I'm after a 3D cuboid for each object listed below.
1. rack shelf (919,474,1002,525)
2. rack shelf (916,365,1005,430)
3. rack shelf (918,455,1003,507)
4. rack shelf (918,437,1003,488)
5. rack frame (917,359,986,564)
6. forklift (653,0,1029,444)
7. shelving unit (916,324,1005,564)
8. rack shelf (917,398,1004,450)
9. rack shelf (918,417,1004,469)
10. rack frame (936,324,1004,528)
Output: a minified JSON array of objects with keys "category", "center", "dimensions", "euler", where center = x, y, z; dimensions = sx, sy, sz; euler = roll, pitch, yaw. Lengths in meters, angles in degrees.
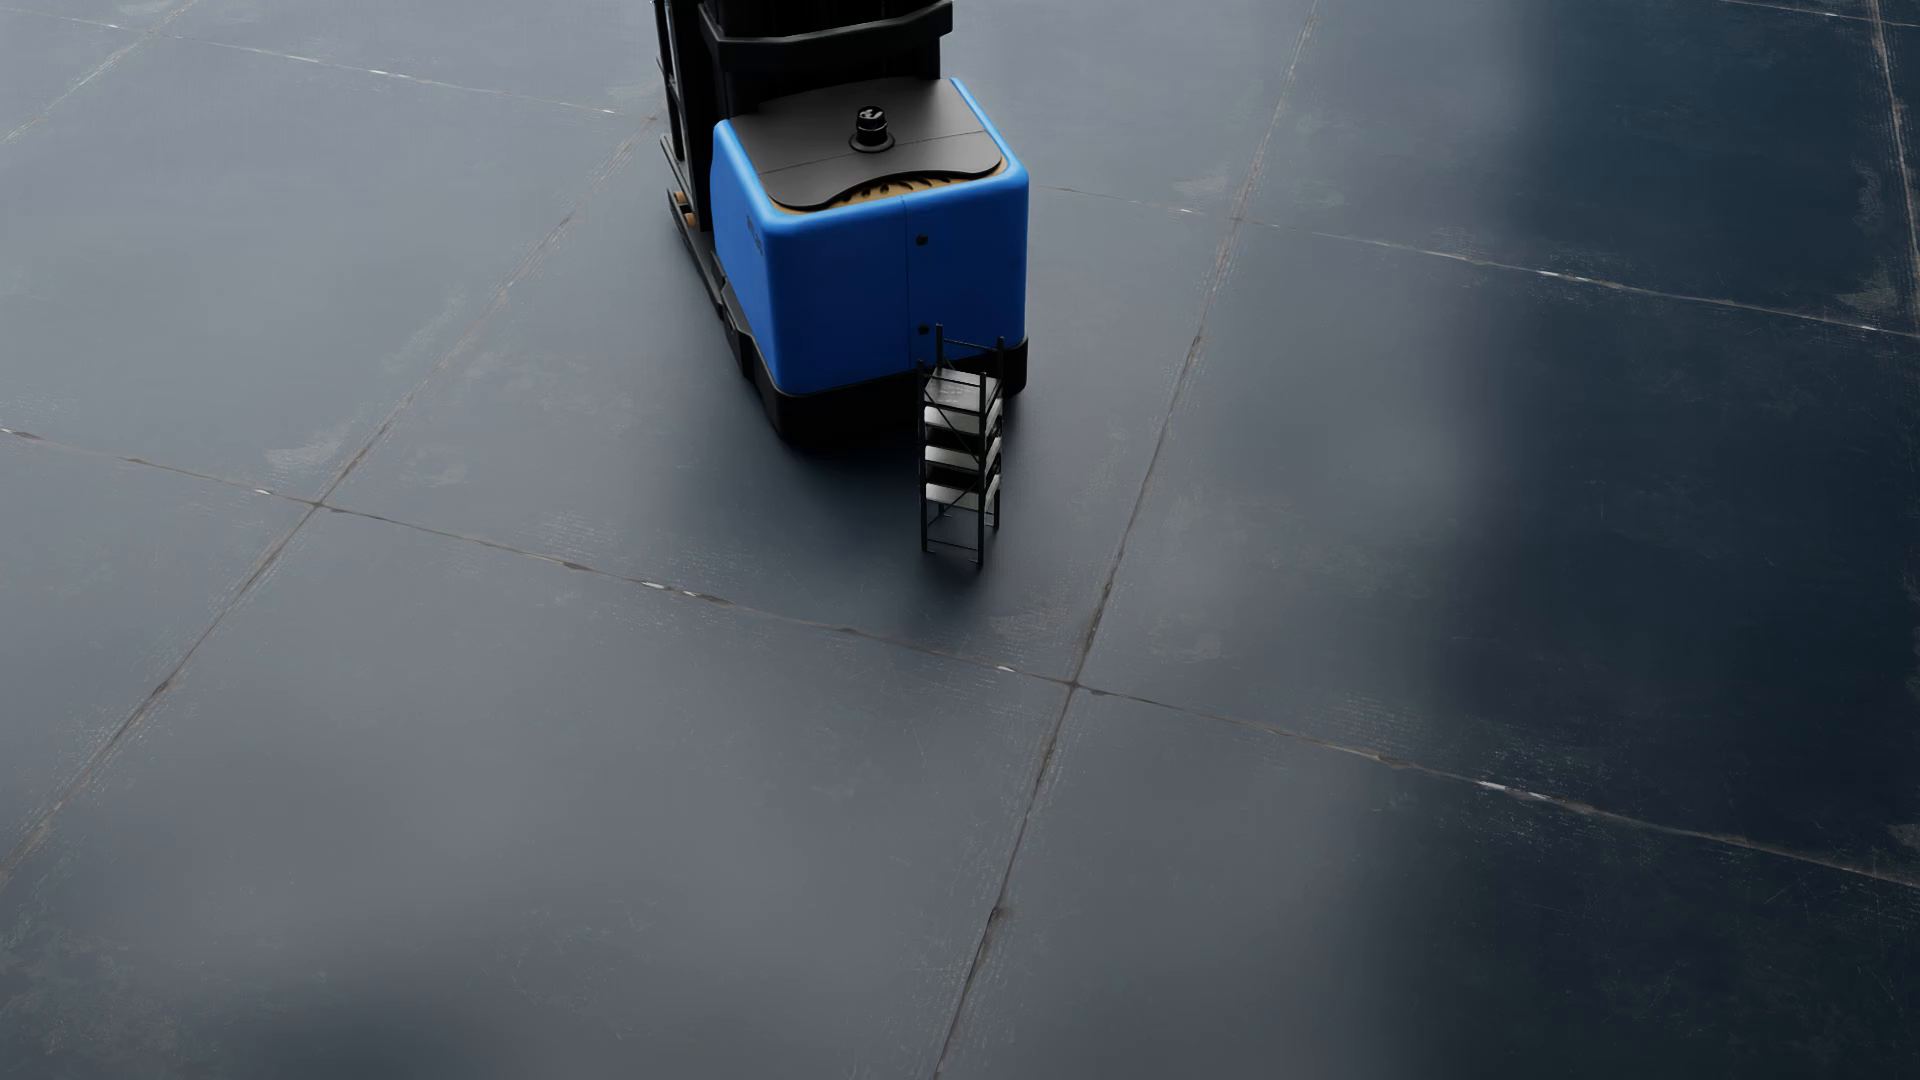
[{"category":"rack shelf","center":[0.002,-0.175,6.090],"dimensions":[0.258,0.077,0.200],"euler":[13,46,12]},{"category":"rack shelf","center":[0.002,-0.496,5.775],"dimensions":[0.258,0.077,0.200],"euler":[13,46,12]},{"category":"rack shelf","center":[0.002,-0.239,6.027],"dimensions":[0.258,0.077,0.200],"euler":[13,46,12]},{"category":"rack shelf","center":[0.002,-0.303,5.964],"dimensions":[0.258,0.077,0.200],"euler":[13,46,12]},{"category":"rack frame","center":[-0.028,-0.259,5.872],"dimensions":[0.240,0.900,0.006],"euler":[13,46,12]},{"category":"forklift","center":[-0.710,-2.471,6.679],"dimensions":[1.130,2.935,3.031],"euler":[-14,46,-14]},{"category":"shelving unit","center":[0.002,-0.327,5.941],"dimensions":[0.258,0.900,0.210],"euler":[13,46,12]},{"category":"rack shelf","center":[0.002,-0.432,5.838],"dimensions":[0.258,0.077,0.200],"euler":[13,46,12]},{"category":"rack shelf","center":[0.002,-0.368,5.901],"dimensions":[0.258,0.077,0.200],"euler":[13,46,12]},{"category":"rack frame","center":[0.033,-0.395,6.010],"dimensions":[0.240,0.900,0.006],"euler":[13,46,12]}]
